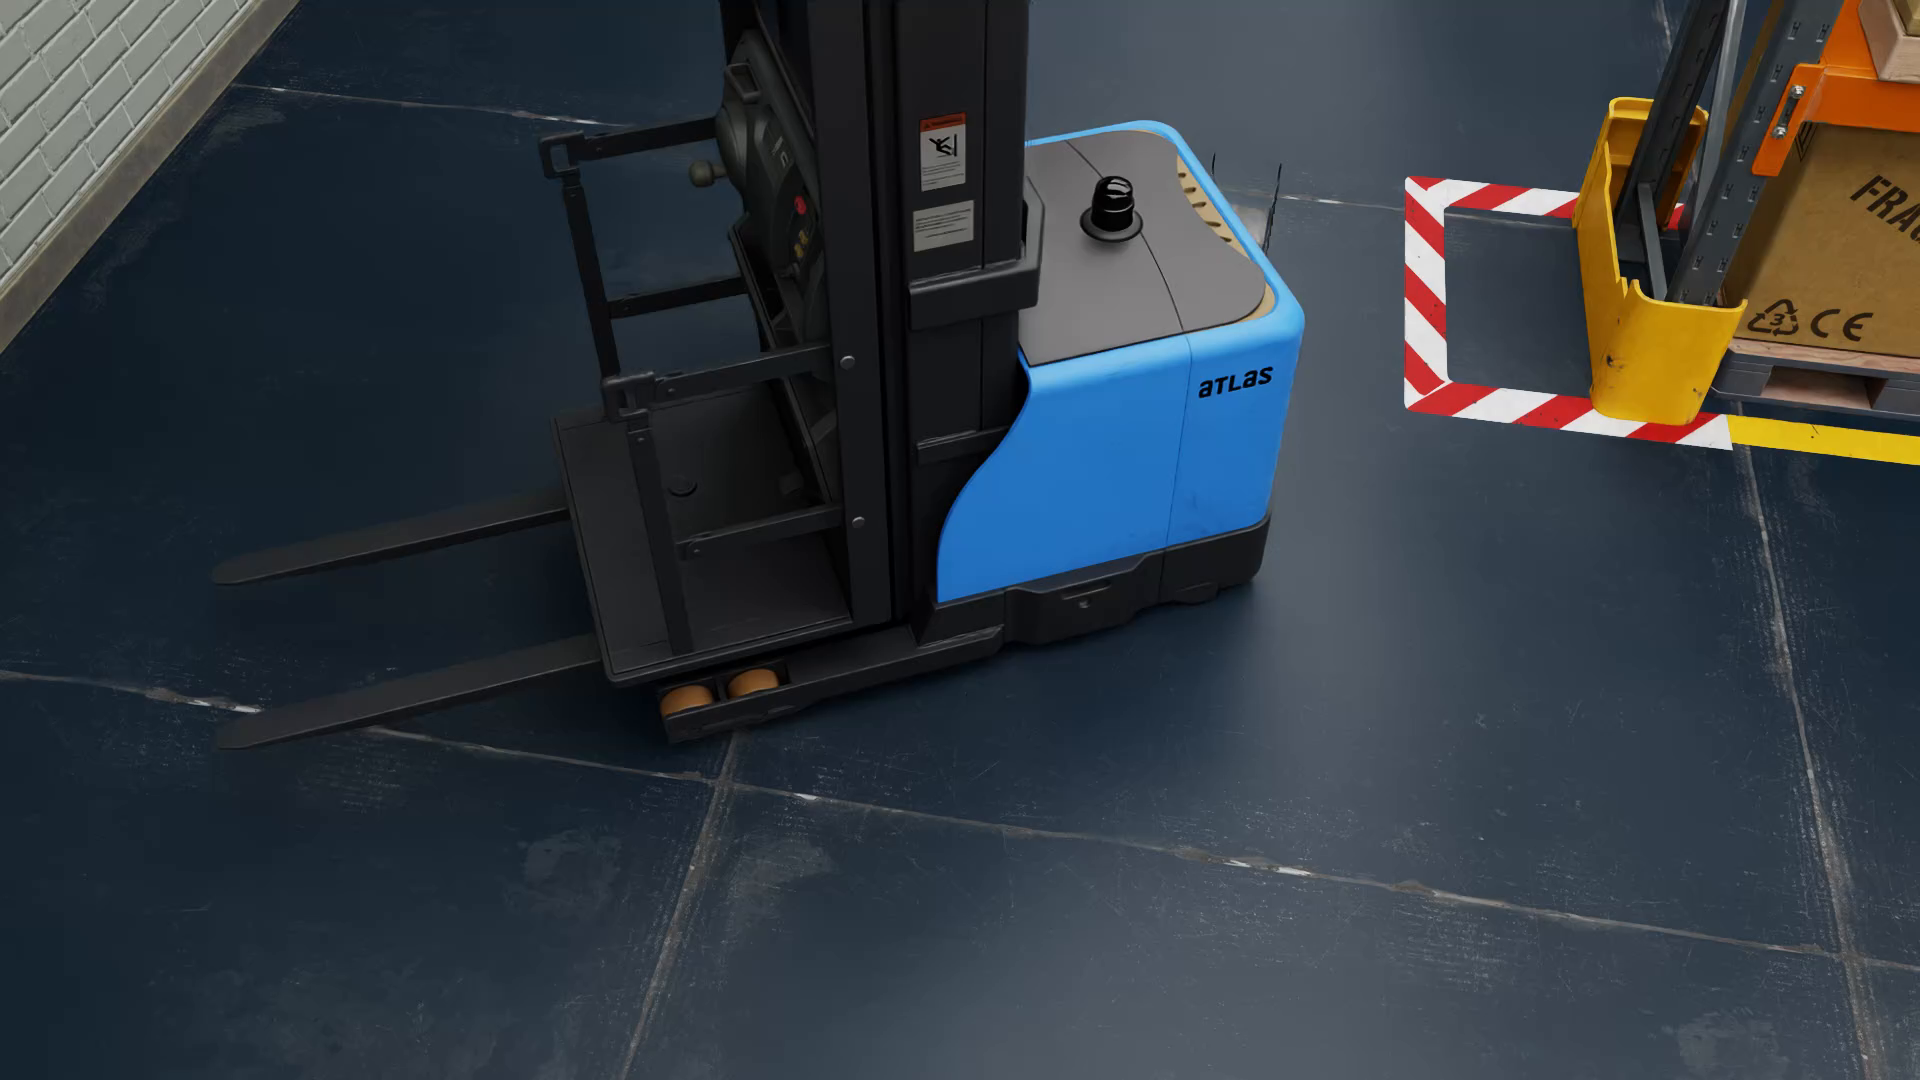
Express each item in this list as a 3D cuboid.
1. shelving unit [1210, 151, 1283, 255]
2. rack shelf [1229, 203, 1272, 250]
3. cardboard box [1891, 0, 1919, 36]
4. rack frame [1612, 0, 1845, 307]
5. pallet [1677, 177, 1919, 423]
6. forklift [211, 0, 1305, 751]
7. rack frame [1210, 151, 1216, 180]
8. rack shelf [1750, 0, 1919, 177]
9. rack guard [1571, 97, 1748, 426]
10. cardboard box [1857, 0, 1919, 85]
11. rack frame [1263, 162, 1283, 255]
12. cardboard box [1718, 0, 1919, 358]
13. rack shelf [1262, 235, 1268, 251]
[{"bbox_3d":[0.853,-0.788,5.353,0.210,0.900,0.258,11,49,10],"label":"shelving unit"},{"bbox_3d":[0.853,-0.947,5.177,0.200,0.077,0.258,11,49,10],"label":"rack shelf"},{"bbox_3d":[2.862,-1.614,4.584,0.500,0.250,0.500,7,48,6],"label":"cardboard box"},{"bbox_3d":[2.438,-1.826,4.874,0.127,3.000,1.000,8,49,7],"label":"rack frame"},{"bbox_3d":[3.238,-0.845,5.867,1.213,0.211,1.003,8,49,7],"label":"pallet"},{"bbox_3d":[-0.649,-0.853,4.046,3.031,2.935,1.130,-13,49,-12],"label":"forklift"},{"bbox_3d":[0.755,-0.808,5.371,0.006,0.900,0.240,11,49,10],"label":"rack frame"},{"bbox_3d":[4.406,-1.320,4.904,4.000,0.370,1.077,8,49,7],"label":"rack shelf"},{"bbox_3d":[2.414,-0.993,5.806,0.348,0.500,1.175,8,49,7],"label":"rack guard"},{"bbox_3d":[2.728,-1.453,4.708,0.250,0.149,0.380,8,49,7],"label":"cardboard box"},{"bbox_3d":[0.951,-0.769,5.336,0.006,0.900,0.240,11,49,10],"label":"rack frame"},{"bbox_3d":[3.082,-1.230,5.484,0.875,0.875,0.875,8,49,7],"label":"cardboard box"},{"bbox_3d":[0.853,-0.886,5.244,0.200,0.077,0.258,11,49,10],"label":"rack shelf"}]
